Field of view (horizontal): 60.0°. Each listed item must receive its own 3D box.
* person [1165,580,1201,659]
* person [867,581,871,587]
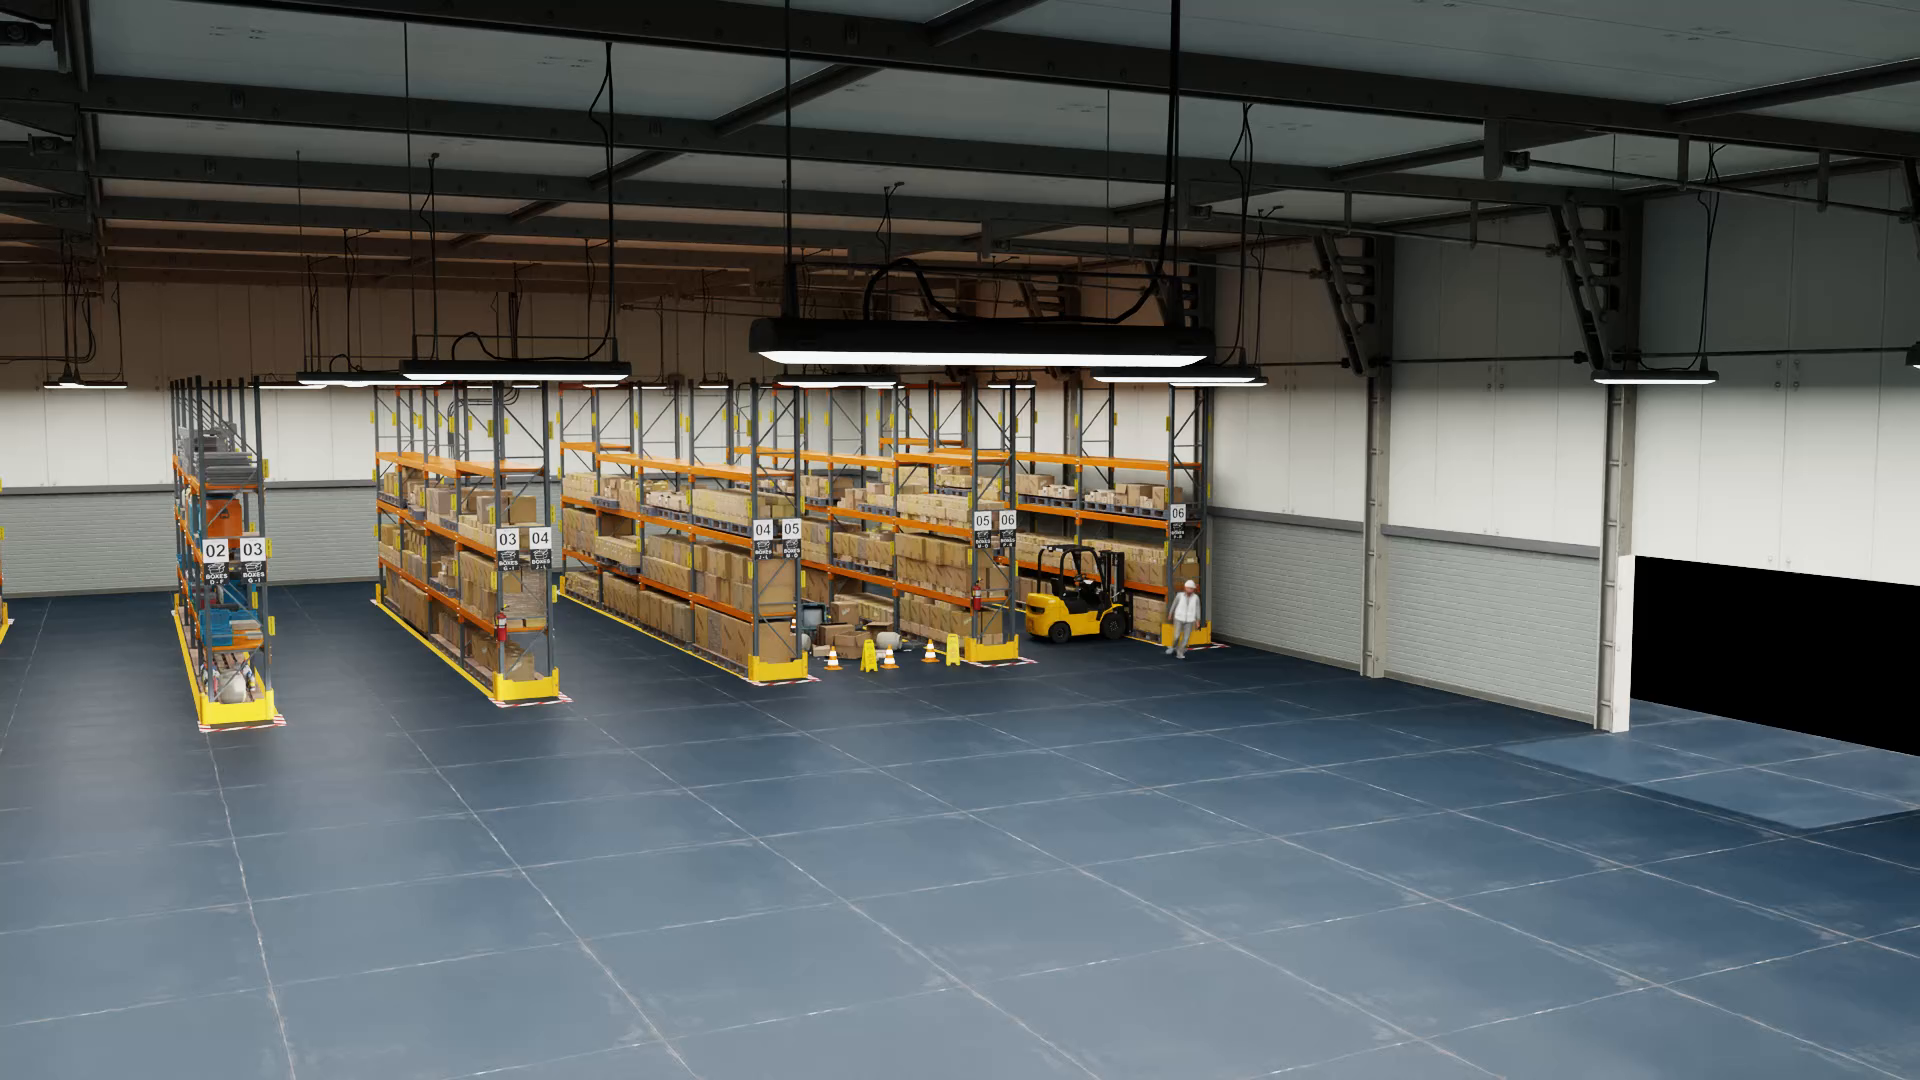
[{"bbox_3d":[4.790,1.700,35.631,0.706,1.727,0.624,0,5,-5],"label":"person"},{"bbox_3d":[-2.737,0.510,46.988,0.684,1.572,1.164,-1,5,-12],"label":"person"}]
